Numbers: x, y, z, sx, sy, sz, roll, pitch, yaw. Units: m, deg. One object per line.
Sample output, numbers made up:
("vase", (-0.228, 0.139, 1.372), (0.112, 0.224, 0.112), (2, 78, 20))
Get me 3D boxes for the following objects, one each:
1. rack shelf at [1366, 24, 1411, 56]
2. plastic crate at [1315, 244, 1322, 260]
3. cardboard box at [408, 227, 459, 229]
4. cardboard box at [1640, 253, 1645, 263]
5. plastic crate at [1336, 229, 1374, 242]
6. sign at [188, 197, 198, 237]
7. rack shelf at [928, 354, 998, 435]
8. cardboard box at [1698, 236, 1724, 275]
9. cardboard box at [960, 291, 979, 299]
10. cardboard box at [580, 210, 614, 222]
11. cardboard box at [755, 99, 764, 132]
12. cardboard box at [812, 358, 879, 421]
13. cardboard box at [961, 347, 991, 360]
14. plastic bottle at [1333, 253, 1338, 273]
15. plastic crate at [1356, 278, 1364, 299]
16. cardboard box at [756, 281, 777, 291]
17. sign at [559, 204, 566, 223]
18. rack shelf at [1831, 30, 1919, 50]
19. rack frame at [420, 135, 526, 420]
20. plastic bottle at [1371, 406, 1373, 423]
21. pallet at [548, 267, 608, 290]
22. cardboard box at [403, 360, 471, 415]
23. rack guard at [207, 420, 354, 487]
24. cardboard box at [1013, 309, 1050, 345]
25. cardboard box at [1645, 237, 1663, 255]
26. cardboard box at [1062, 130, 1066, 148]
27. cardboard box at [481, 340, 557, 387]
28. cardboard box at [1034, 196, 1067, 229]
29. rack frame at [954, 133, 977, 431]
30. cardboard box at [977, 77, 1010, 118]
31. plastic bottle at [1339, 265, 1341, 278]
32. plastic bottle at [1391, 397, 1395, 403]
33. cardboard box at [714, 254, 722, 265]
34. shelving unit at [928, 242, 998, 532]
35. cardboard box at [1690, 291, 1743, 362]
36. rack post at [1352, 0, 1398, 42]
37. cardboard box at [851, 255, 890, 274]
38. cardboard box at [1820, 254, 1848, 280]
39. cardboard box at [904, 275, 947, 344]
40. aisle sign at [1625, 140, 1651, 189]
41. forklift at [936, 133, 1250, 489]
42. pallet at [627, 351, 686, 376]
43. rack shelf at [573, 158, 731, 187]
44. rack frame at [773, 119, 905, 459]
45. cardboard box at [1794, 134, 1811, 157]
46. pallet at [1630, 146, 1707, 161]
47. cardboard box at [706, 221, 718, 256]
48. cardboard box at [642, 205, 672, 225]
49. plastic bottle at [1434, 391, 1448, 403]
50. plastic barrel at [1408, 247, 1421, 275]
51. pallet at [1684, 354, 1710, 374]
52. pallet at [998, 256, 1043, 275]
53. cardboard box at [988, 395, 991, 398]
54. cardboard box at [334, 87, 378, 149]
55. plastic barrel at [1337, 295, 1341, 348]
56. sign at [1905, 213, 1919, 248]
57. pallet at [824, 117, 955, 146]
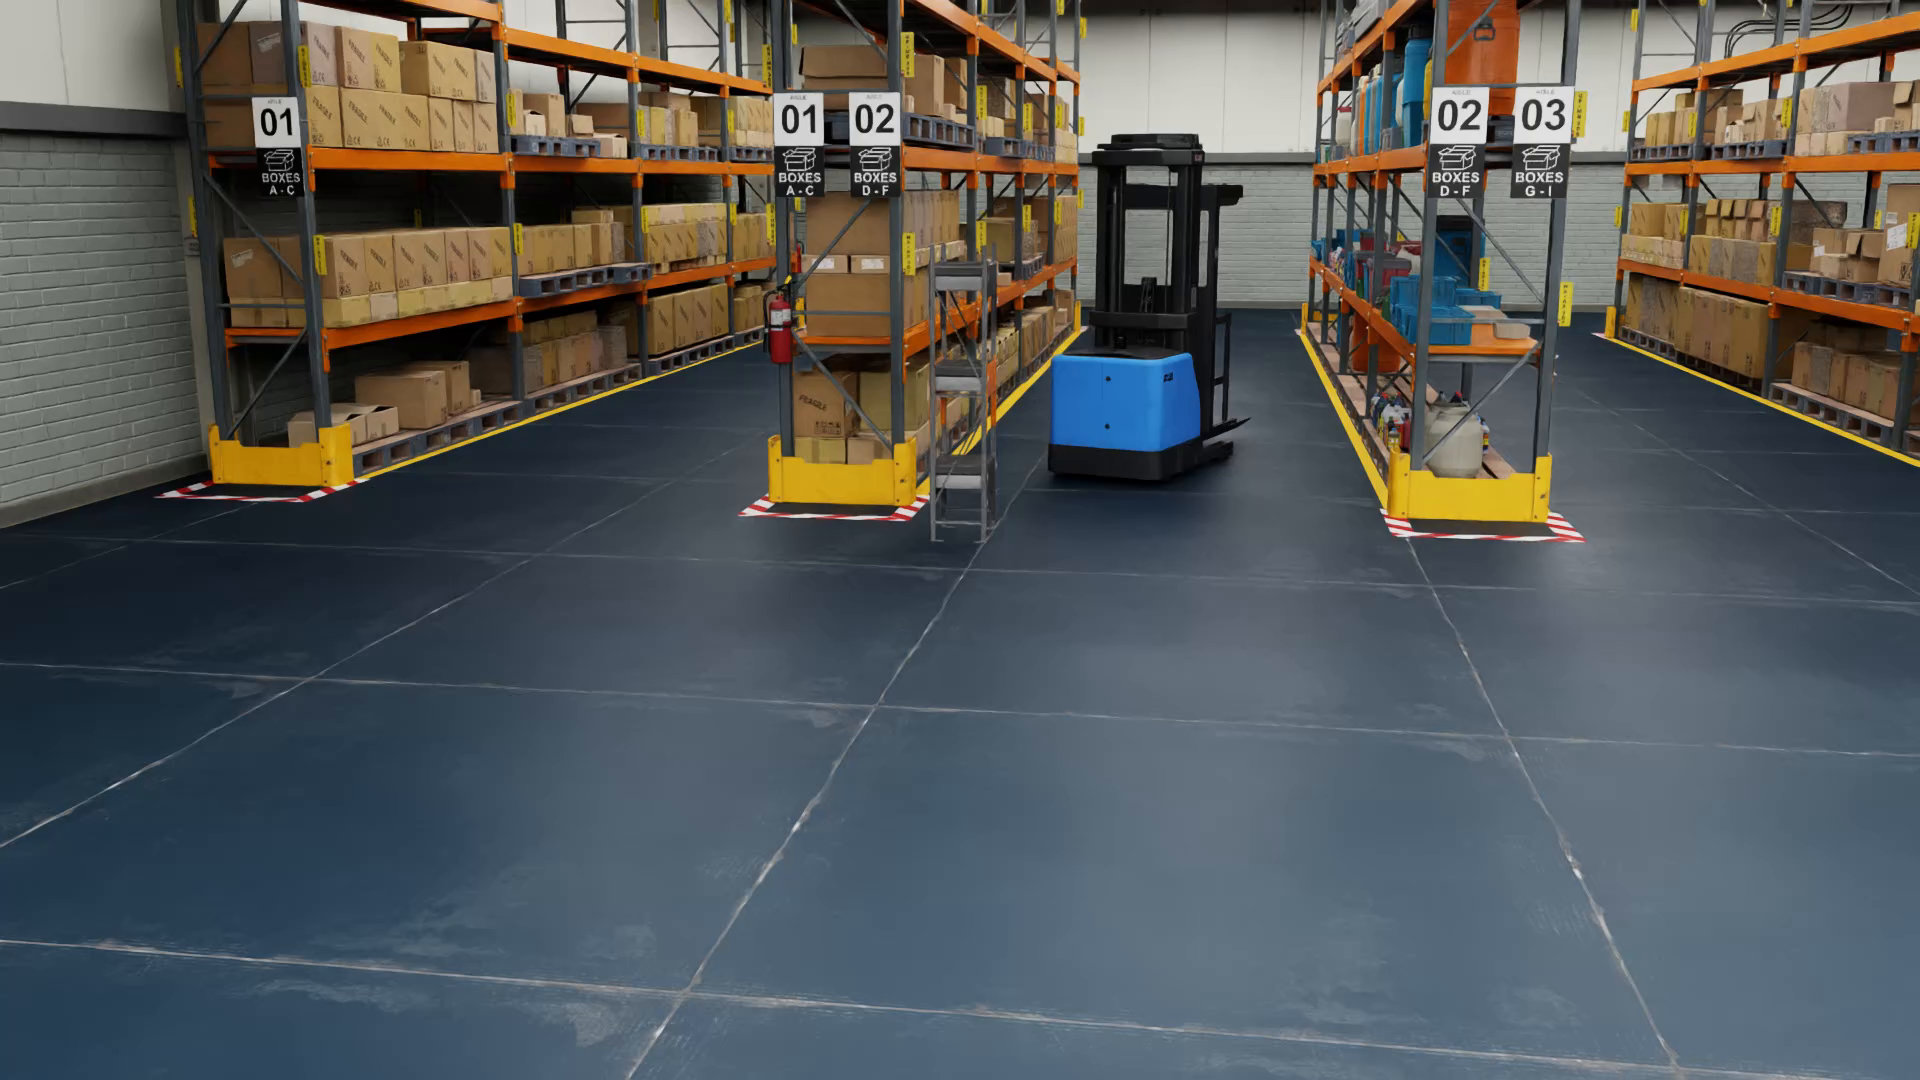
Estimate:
("rack shelf", (4.868, -5.365, 17.722), (0.919, 0.124, 3.809), (2, 12, 9))
("plastic crate", (5.794, -4.536, 26.177), (0.416, 0.233, 0.300), (2, 12, 9))
("cardboard box", (-5.507, -3.001, 17.327), (0.500, 0.500, 0.500), (2, 12, 7))
("cardboard box", (10.724, -4.352, 25.662), (0.380, 0.149, 0.250), (2, 12, 8))
("plastic crate", (6.539, -4.937, 27.554), (0.616, 0.435, 0.499), (2, 12, 9))
("sign", (-6.389, -2.699, 13.898), (0.100, 0.325, 0.005), (2, 12, 9))
("rack shelf", (0.025, -1.048, 11.935), (0.431, 0.518, 0.480), (2, 12, 9))
("cardboard box", (10.291, -3.829, 22.405), (0.500, 0.500, 0.500), (2, 12, 9))
("cardboard box", (0.005, -2.684, 17.925), (0.380, 0.149, 0.250), (2, 12, 9))
("cardboard box", (-4.637, -4.130, 21.215), (0.380, 0.149, 0.250), (0, 12, 1))
("cardboard box", (-3.468, -6.818, 26.730), (0.500, 0.500, 0.500), (2, 12, 9))
("cardboard box", (-1.020, -1.354, 14.907), (0.500, 0.500, 0.500), (2, 12, 9))
("cardboard box", (0.059, -1.946, 18.104), (0.500, 0.311, 0.500), (2, 12, 8))
("plastic bottle", (5.201, -3.796, 22.781), (0.152, 0.276, 0.135), (2, 12, 9))
("plastic crate", (4.550, -2.736, 18.072), (0.450, 0.188, 0.662), (2, 12, 9))
("cardboard box", (-3.270, -4.353, 28.467), (0.380, 0.149, 0.250), (2, 12, 10))
("sign", (-5.162, -4.205, 21.636), (0.100, 0.325, 0.005), (2, 12, 9))
("rack shelf", (9.762, -5.179, 16.983), (0.831, 0.071, 3.687), (2, 12, 9))
("rack frame", (-5.228, -2.789, 17.814), (1.000, 3.000, 0.127), (2, 12, 9))
("plastic bottle", (4.063, -1.242, 16.233), (0.097, 0.201, 0.097), (0, 12, 0))
("pallet", (-4.877, -3.114, 19.780), (1.003, 0.211, 1.213), (2, 12, 9))
("cardboard box", (-5.348, -1.565, 17.023), (0.500, 0.500, 0.500), (1, 12, 4))
("rack guard", (-5.832, -0.750, 14.287), (1.175, 0.500, 0.348), (2, 12, 9))
("cardboard box", (1.020, -3.073, 24.022), (0.500, 0.500, 0.500), (2, 12, 9))
("cardboard box", (10.730, -4.465, 25.240), (0.500, 0.250, 0.500), (2, 12, 8))
("cardboard box", (1.381, -6.233, 25.845), (0.500, 0.250, 0.500), (2, 12, 9))
("cardboard box", (-5.102, -2.045, 19.252), (0.700, 0.500, 0.500), (2, 12, 8))
("cardboard box", (1.406, -5.136, 26.093), (0.500, 0.500, 0.500), (2, 12, 7))
("rack frame", (-0.333, -2.629, 17.073), (1.000, 3.000, 0.127), (2, 12, 9))
("cardboard box", (0.355, -5.556, 20.926), (0.500, 0.500, 0.500), (2, 12, 9))
("plastic bottle", (4.993, -3.515, 21.654), (0.097, 0.201, 0.097), (0, 12, 0))
("plastic bottle", (4.161, -1.231, 15.991), (0.061, 0.283, 0.133), (2, 12, 9))
("cardboard box", (-3.786, -4.208, 24.950), (0.380, 0.149, 0.250), (2, 12, 10))
("shelving unit", (0.026, -1.061, 11.934), (0.431, 2.100, 0.499), (2, 12, 9))
("cardboard box", (10.470, -2.819, 22.003), (1.225, 0.875, 0.875), (1, 12, 7))
("rack post", (4.779, -5.911, 17.587), (1.013, 1.000, 3.121), (2, 12, 9))
("cardboard box", (-0.675, -2.237, 13.477), (0.380, 0.149, 0.250), (2, 12, 8))
("cardboard box", (9.585, -2.931, 17.831), (0.500, 0.250, 0.500), (2, 12, 7))
("cardboard box", (-0.548, -2.106, 16.403), (1.023, 1.340, 4.930), (2, 12, 10))
("aisle sign", (11.015, -6.101, 27.012), (0.394, 0.787, 0.004), (2, 12, 9))
("forklift", (1.278, -1.944, 14.055), (1.130, 2.935, 5.695), (6, 14, 27))
("pallet", (-4.417, -2.420, 22.722), (1.003, 0.211, 1.213), (2, 12, 9))
("rack shelf", (-4.306, -5.153, 23.370), (1.077, 0.370, 4.000), (2, 12, 9))
("rack frame", (-0.948, -1.797, 13.210), (1.000, 3.000, 0.127), (2, 12, 9))
("cardboard box", (9.746, -4.444, 18.728), (0.500, 0.250, 0.500), (2, 12, 10))
("pallet", (11.197, -6.074, 26.147), (1.003, 0.211, 1.213), (2, 12, 9))
("cardboard box", (-3.889, -4.448, 24.520), (0.500, 0.500, 0.500), (2, 12, 9))
("cardboard box", (-4.207, -4.390, 22.474), (0.500, 0.250, 0.500), (2, 12, 8))
("plastic bottle", (4.604, -1.249, 15.914), (0.144, 0.351, 0.185), (2, 12, 9))
("plastic barrel", (5.037, -2.879, 17.910), (0.433, 0.535, 0.433), (0, 12, 0))
("pallet", (10.641, -2.447, 22.845), (1.003, 0.211, 1.213), (2, 12, 9))
("pallet", (0.577, -3.773, 22.836), (1.003, 0.211, 1.213), (2, 12, 9))
("cardboard box", (0.054, -1.673, 18.165), (0.500, 0.250, 0.500), (2, 12, 10))
("cardboard box", (-5.427, -3.653, 14.421), (0.500, 0.500, 0.500), (3, 12, 12))
("plastic barrel", (5.691, -3.200, 23.706), (0.600, 0.901, 0.708), (2, 12, 9))
("sign", (8.906, -2.891, 15.538), (0.100, 0.325, 0.005), (2, 12, 9))
("pallet", (-0.629, -3.621, 14.764), (1.003, 0.211, 1.213), (2, 12, 9))
